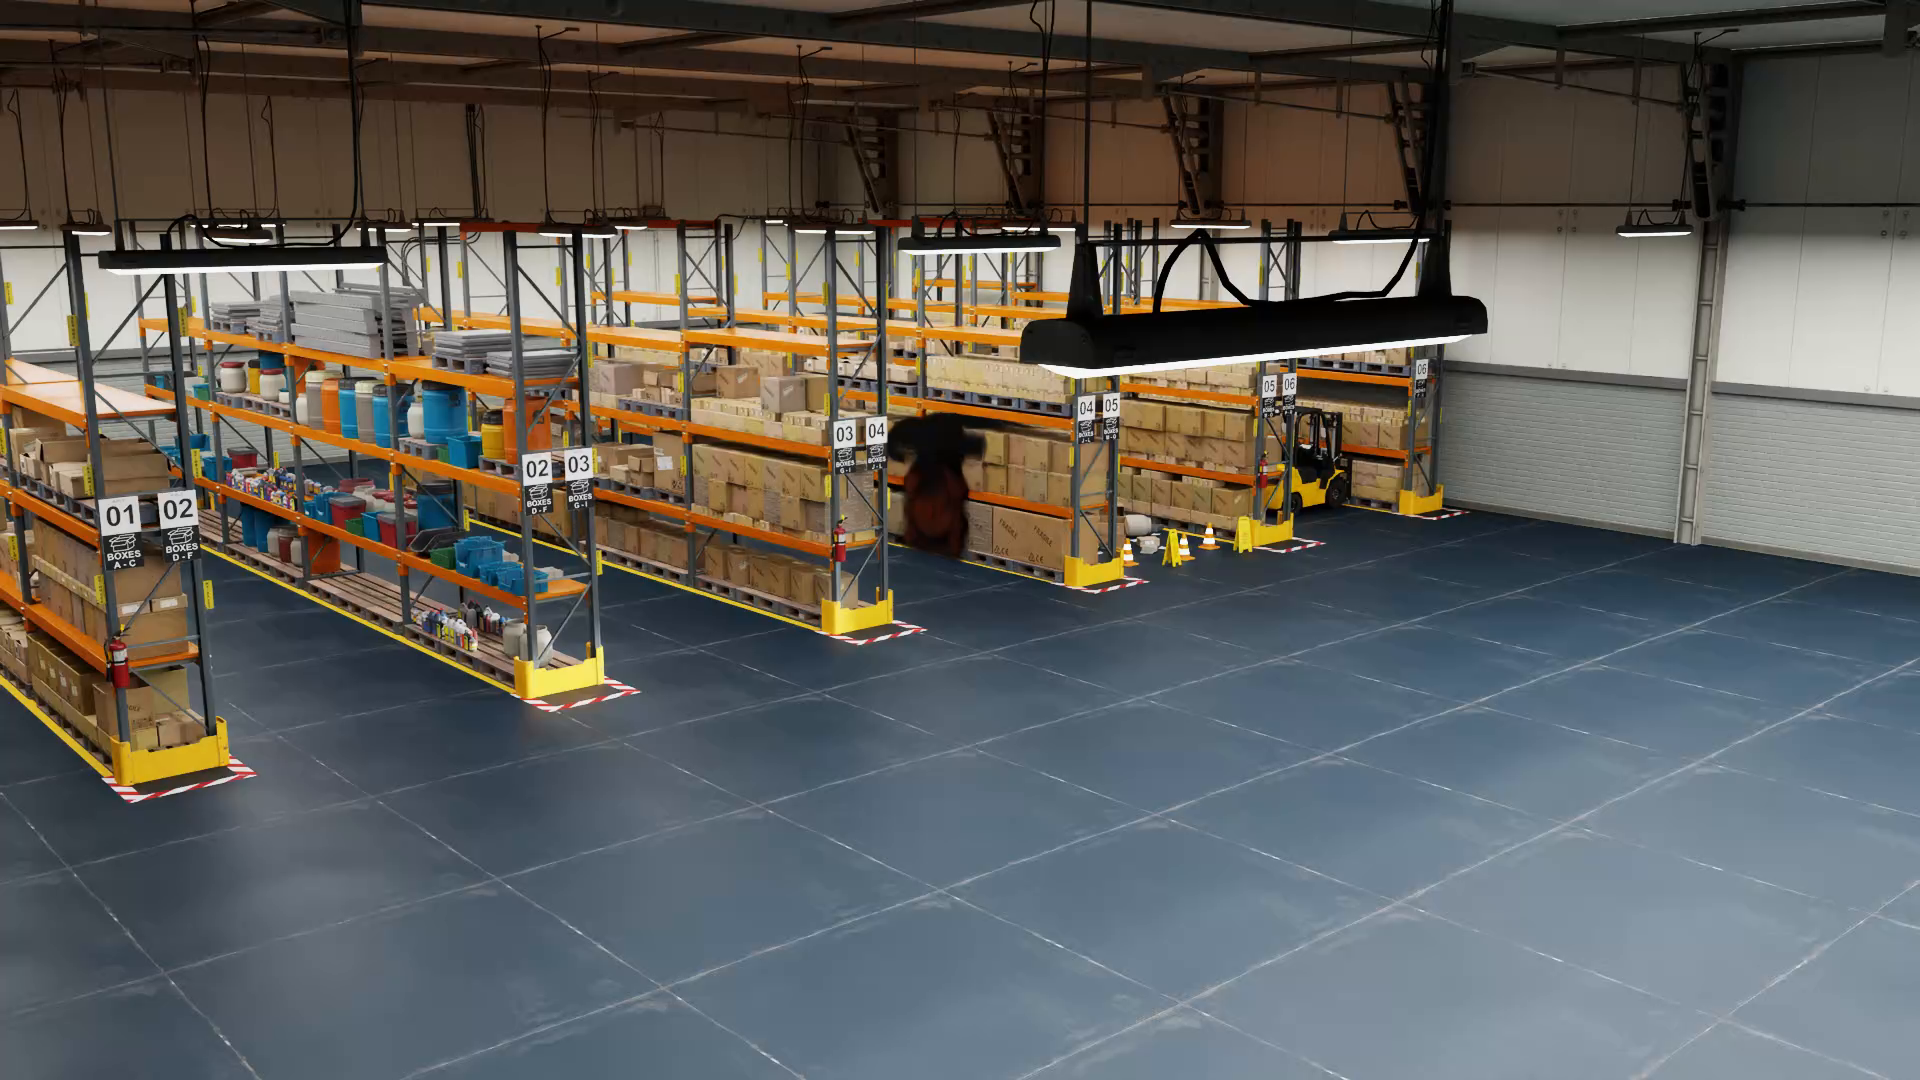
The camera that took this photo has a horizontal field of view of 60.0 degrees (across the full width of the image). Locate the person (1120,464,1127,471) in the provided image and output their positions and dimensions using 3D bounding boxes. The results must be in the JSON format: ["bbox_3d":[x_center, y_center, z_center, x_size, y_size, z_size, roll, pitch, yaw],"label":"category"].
[{"bbox_3d":[3.827,-1.792,36.656,0.958,1.637,0.607,11,16,42],"label":"person"}]

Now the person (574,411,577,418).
[{"bbox_3d":[-8.927,-2.170,38.168,0.680,1.817,0.725,-9,14,-37],"label":"person"}]
